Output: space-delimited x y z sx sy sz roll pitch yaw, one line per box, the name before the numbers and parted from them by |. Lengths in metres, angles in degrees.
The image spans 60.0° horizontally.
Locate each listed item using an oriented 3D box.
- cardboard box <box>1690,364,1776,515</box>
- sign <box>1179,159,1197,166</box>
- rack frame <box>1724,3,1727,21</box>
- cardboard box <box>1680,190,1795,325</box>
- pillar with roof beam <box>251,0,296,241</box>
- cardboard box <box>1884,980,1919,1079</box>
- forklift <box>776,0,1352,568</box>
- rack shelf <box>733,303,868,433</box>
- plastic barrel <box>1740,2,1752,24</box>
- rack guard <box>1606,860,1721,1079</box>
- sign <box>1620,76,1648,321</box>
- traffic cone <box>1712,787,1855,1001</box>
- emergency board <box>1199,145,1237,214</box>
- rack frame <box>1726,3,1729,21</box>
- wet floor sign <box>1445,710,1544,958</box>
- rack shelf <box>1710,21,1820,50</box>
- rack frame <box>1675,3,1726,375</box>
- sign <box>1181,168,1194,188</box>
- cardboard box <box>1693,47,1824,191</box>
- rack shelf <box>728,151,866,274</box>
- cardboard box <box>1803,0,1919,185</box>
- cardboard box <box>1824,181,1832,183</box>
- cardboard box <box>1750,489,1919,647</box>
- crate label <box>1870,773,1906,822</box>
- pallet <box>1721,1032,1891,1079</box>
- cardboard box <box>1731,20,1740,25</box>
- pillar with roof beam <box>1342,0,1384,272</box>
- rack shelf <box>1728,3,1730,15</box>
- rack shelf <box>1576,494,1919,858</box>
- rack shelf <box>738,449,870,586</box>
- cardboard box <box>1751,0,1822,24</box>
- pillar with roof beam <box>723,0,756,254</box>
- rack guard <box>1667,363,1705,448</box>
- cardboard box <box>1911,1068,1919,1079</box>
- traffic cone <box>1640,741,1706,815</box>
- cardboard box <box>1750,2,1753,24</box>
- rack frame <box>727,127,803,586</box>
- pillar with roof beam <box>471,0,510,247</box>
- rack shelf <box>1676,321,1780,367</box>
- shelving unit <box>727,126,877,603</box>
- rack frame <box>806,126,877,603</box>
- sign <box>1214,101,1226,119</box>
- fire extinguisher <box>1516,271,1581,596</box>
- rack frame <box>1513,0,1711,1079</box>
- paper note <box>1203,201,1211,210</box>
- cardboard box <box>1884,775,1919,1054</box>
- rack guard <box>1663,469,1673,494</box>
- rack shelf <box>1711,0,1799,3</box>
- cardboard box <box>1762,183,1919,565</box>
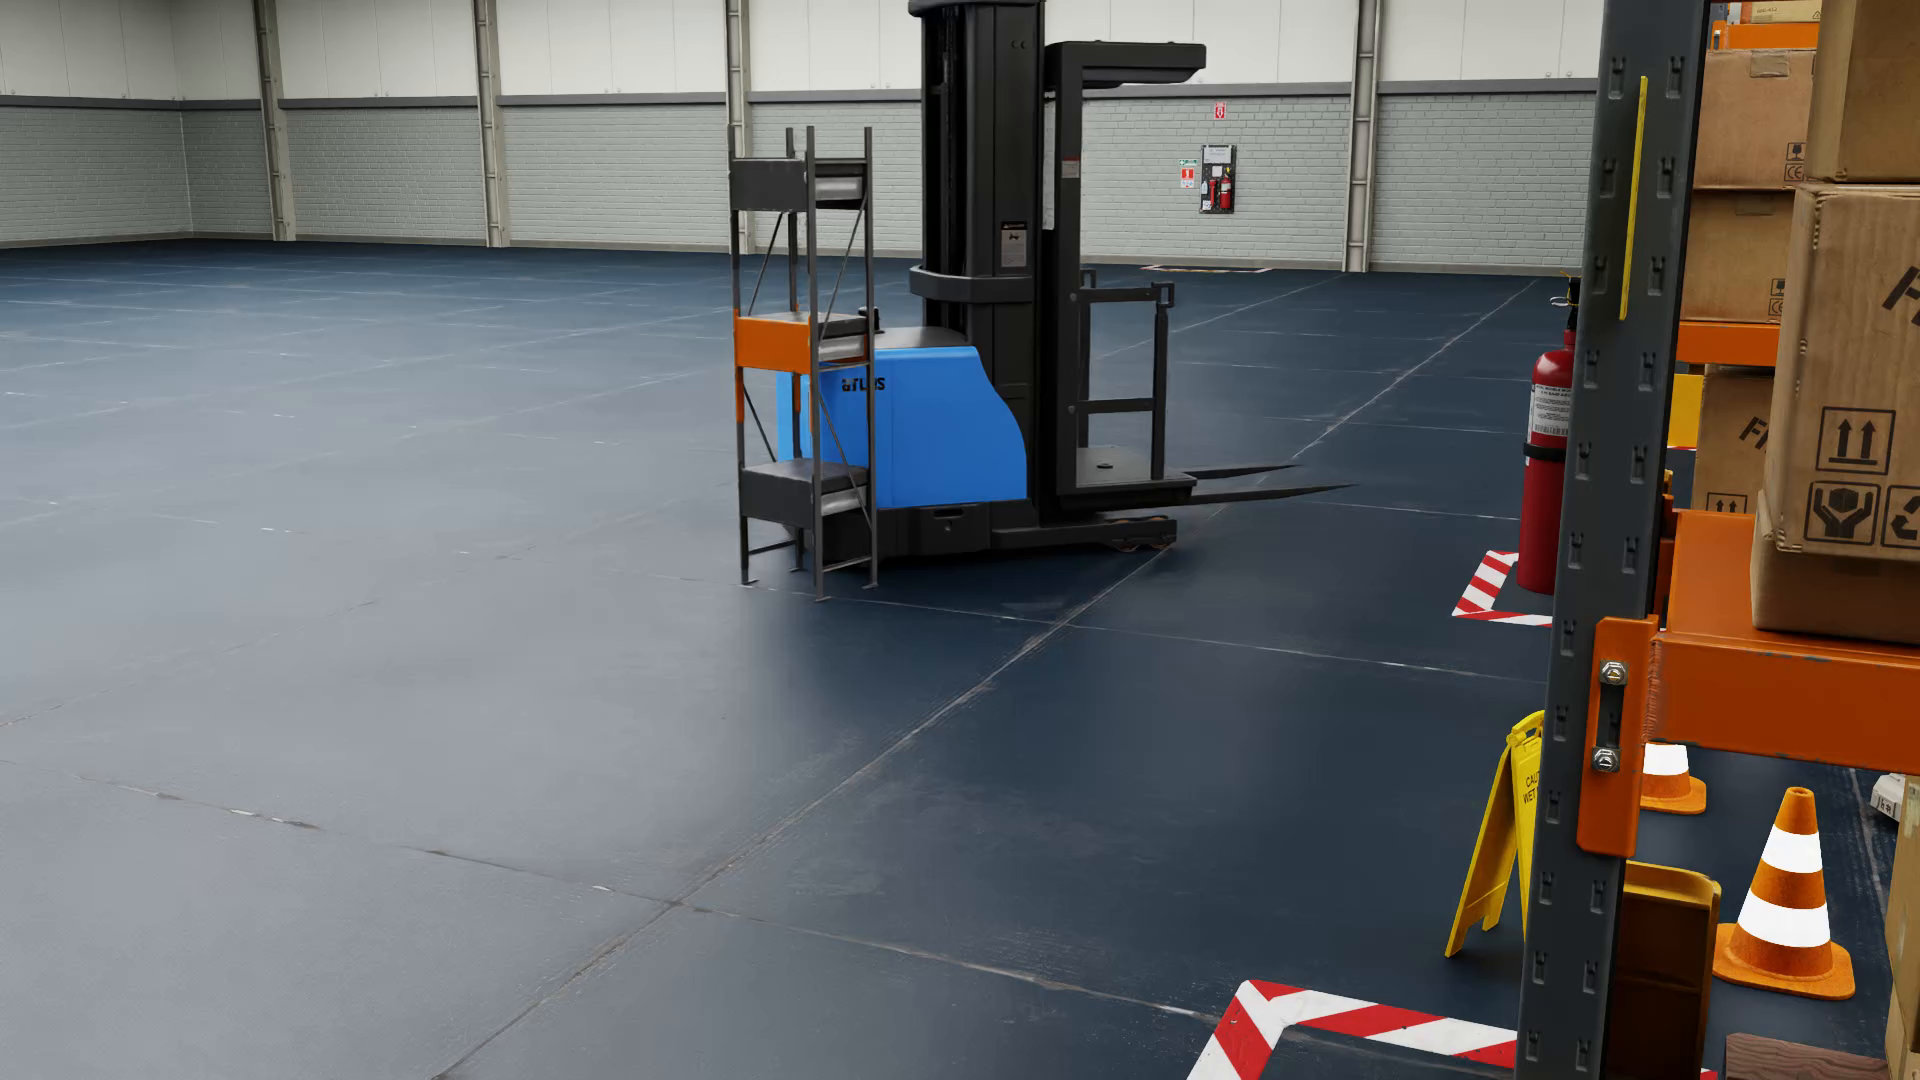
cardboard box | 3.710 -0.326 7.312 0.875 0.875 0.875 6 14 24
sign | 3.981 -6.589 29.032 0.331 0.109 0.001 6 14 23
rack frame | 7.171 -6.187 15.424 0.127 3.000 1.000 6 14 23
cardboard box | 3.421 -1.254 7.202 0.550 0.550 0.875 6 14 23
pillar with roof beam | -16.999 -10.249 32.734 0.400 9.000 9.100 6 14 23
cardboard box | 2.021 0.993 3.057 0.500 0.250 0.500 6 14 23
forklift | 0.599 -1.473 8.616 3.031 2.935 1.130 -4 14 -18
rack shelf | -0.712 -0.795 7.605 0.480 0.518 0.431 11 17 38
plastic barrel | 7.666 -5.122 15.591 0.708 0.830 0.600 6 14 23
rack guard | 1.220 1.062 3.135 0.348 0.500 1.175 6 14 23
sign | 0.931 -0.470 2.298 0.005 0.325 0.100 6 14 23
traffic cone | 2.066 0.843 4.148 0.334 0.463 0.336 6 14 23
emergency board | 4.444 -6.243 28.796 0.643 1.169 0.194 6 14 23
rack frame | 9.180 -7.221 19.832 0.127 3.000 1.000 6 14 23
wet floor sign | 1.410 0.743 4.176 0.232 0.644 0.267 12 18 42
rack shelf | 6.993 -3.157 10.652 4.000 0.370 1.077 6 14 23
rack frame | 5.165 -2.232 11.701 0.127 3.000 1.000 6 14 23
sign | 3.980 -6.334 29.102 0.234 0.329 0.001 6 14 23
cardboard box | 3.387 -1.762 7.004 0.550 0.550 0.875 6 14 23
rack shelf | -0.711 -1.476 7.446 0.480 0.518 0.431 11 17 38
cardboard box | 1.706 -0.841 2.713 0.500 0.500 0.700 5 14 22
cardboard box | 1.758 -0.363 2.865 0.500 0.500 0.500 6 14 22
cardboard box | 1.377 0.035 2.590 0.250 0.149 0.380 6 14 23
crate label | 2.949 0.798 5.053 0.298 0.136 0.250 -1 13 -6
pallet | 1.949 1.285 2.816 1.213 0.211 1.003 6 14 23
cardboard box | 11.437 -7.255 24.089 0.500 0.500 0.500 5 14 19
pillar with roof beam | 4.944 -8.028 23.270 0.400 9.000 9.100 6 14 23
rack shelf | 13.012 -7.720 23.536 4.000 0.370 1.077 6 14 23
rack shelf | 2.979 0.373 2.173 4.000 0.370 1.077 6 14 23
rack shelf | -0.712 -0.113 7.765 0.480 0.518 0.431 11 17 38
cardboard box | 5.500 -3.521 10.955 0.500 0.250 0.500 6 15 25
pillar with roof beam | -6.027 -9.139 28.002 0.400 9.000 9.100 6 14 23
rack guard | 5.234 -1.008 11.956 0.348 0.500 1.175 6 14 23
cardboard box | 1.776 1.104 2.581 0.500 0.250 0.500 6 14 23
traffic cone | 2.205 0.580 5.270 0.334 0.463 0.336 6 14 23
cardboard box | 5.708 -3.628 11.411 0.500 0.250 0.500 6 15 25
rack frame | -0.901 -0.843 7.752 0.015 2.100 0.400 11 17 38
pillar with roof beam | -11.513 -9.694 30.368 0.400 9.000 9.100 6 14 23
rack shelf | 4.892 -0.670 6.619 4.000 0.370 1.077 6 14 23
shelving unit | -0.712 -0.808 7.602 0.503 2.100 0.431 11 17 38
rack frame | -0.523 -0.773 7.452 0.015 2.100 0.400 11 17 38
sign | 4.477 -7.394 28.623 0.199 0.298 0.001 6 14 23
fire extinguisher | 1.233 -0.231 3.344 0.183 0.674 0.296 6 14 23
rack frame | 1.151 -0.162 2.880 0.127 3.000 1.000 6 14 23
paper note | 4.310 -5.845 29.028 0.142 0.148 0.016 6 14 23
cardboard box | 1.989 0.627 2.976 0.500 0.500 0.500 6 14 24
rack guard | 3.041 0.009 7.621 0.348 0.500 1.175 6 14 23
rack shelf | 4.892 -2.130 6.276 4.000 0.370 1.077 6 14 23
cardboard box | 1.471 -0.254 2.401 0.500 0.500 0.500 6 14 22
